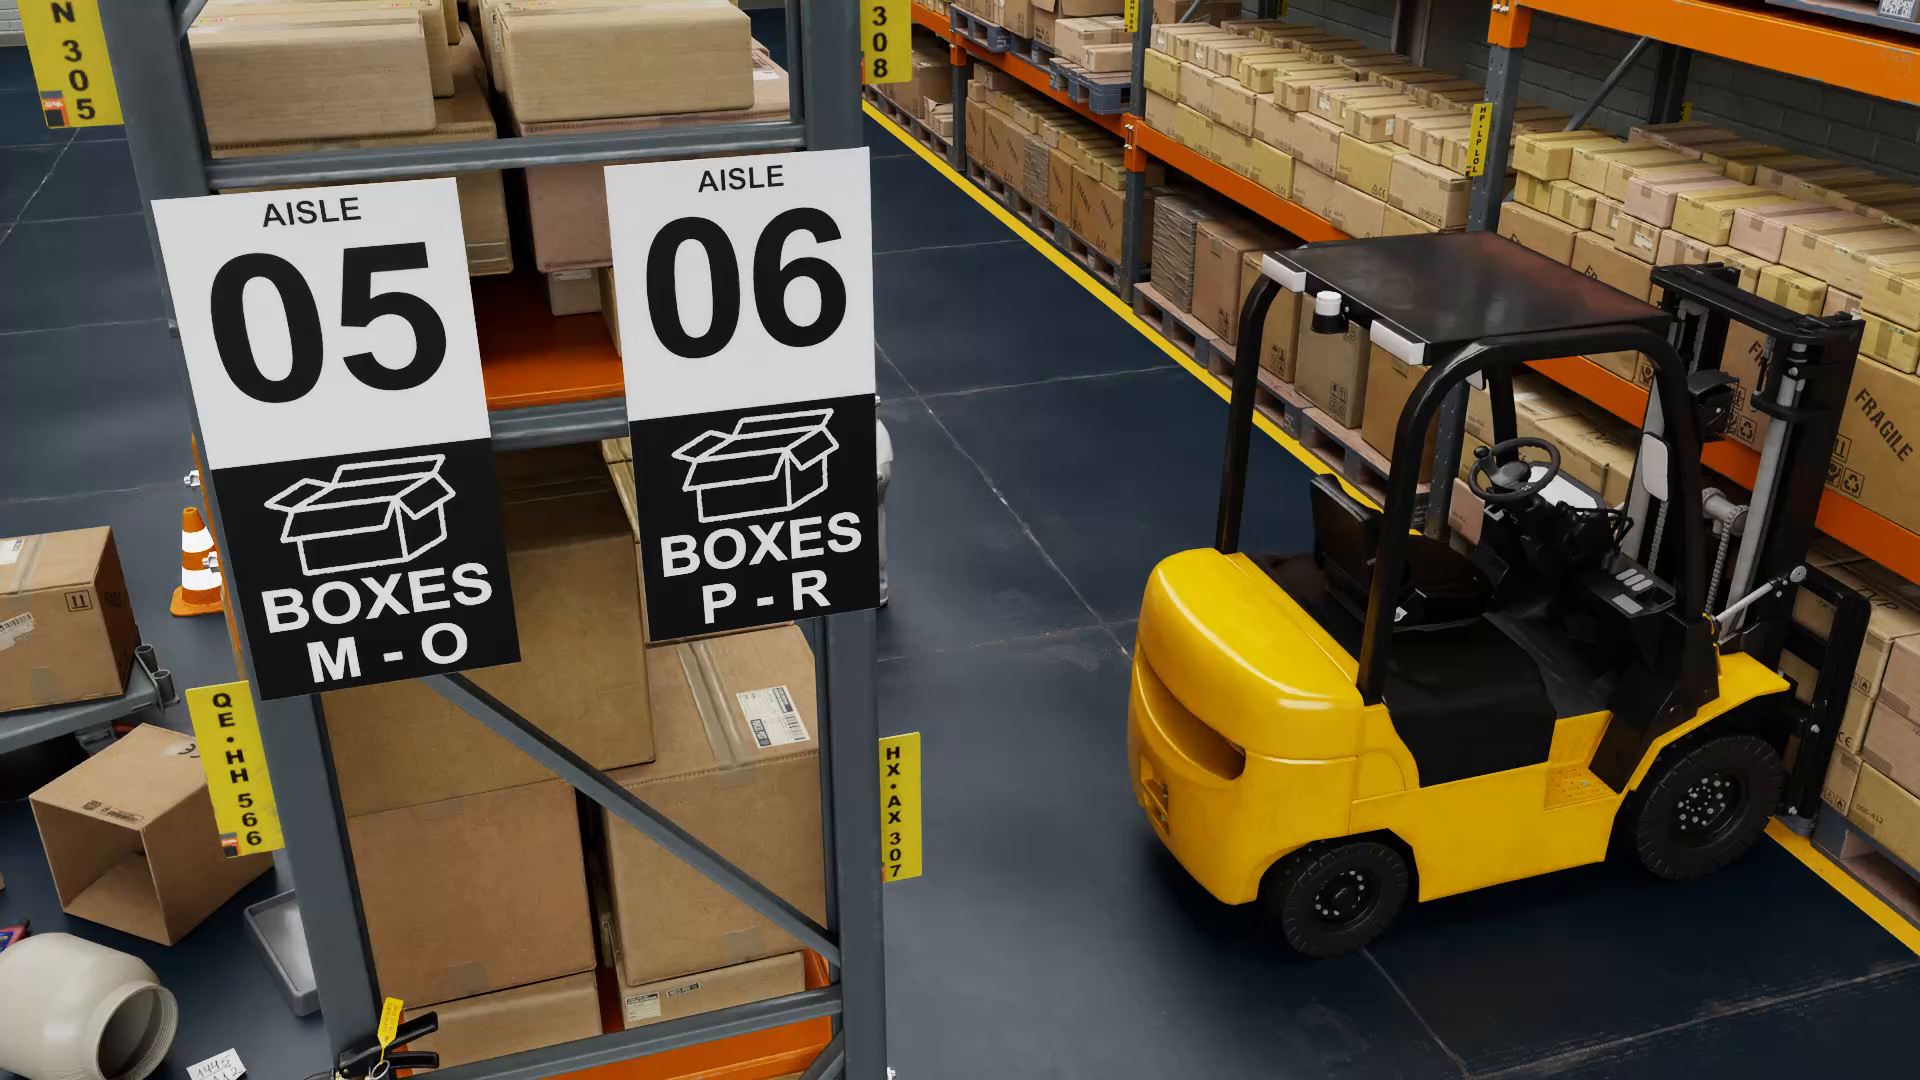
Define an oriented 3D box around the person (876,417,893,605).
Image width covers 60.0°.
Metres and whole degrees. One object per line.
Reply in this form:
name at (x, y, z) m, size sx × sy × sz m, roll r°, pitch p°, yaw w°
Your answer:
person at (-0.594, -0.220, 7.846) m, size 0.448 × 0.960 × 0.896 m, roll -10°, pitch 28°, yaw -19°
